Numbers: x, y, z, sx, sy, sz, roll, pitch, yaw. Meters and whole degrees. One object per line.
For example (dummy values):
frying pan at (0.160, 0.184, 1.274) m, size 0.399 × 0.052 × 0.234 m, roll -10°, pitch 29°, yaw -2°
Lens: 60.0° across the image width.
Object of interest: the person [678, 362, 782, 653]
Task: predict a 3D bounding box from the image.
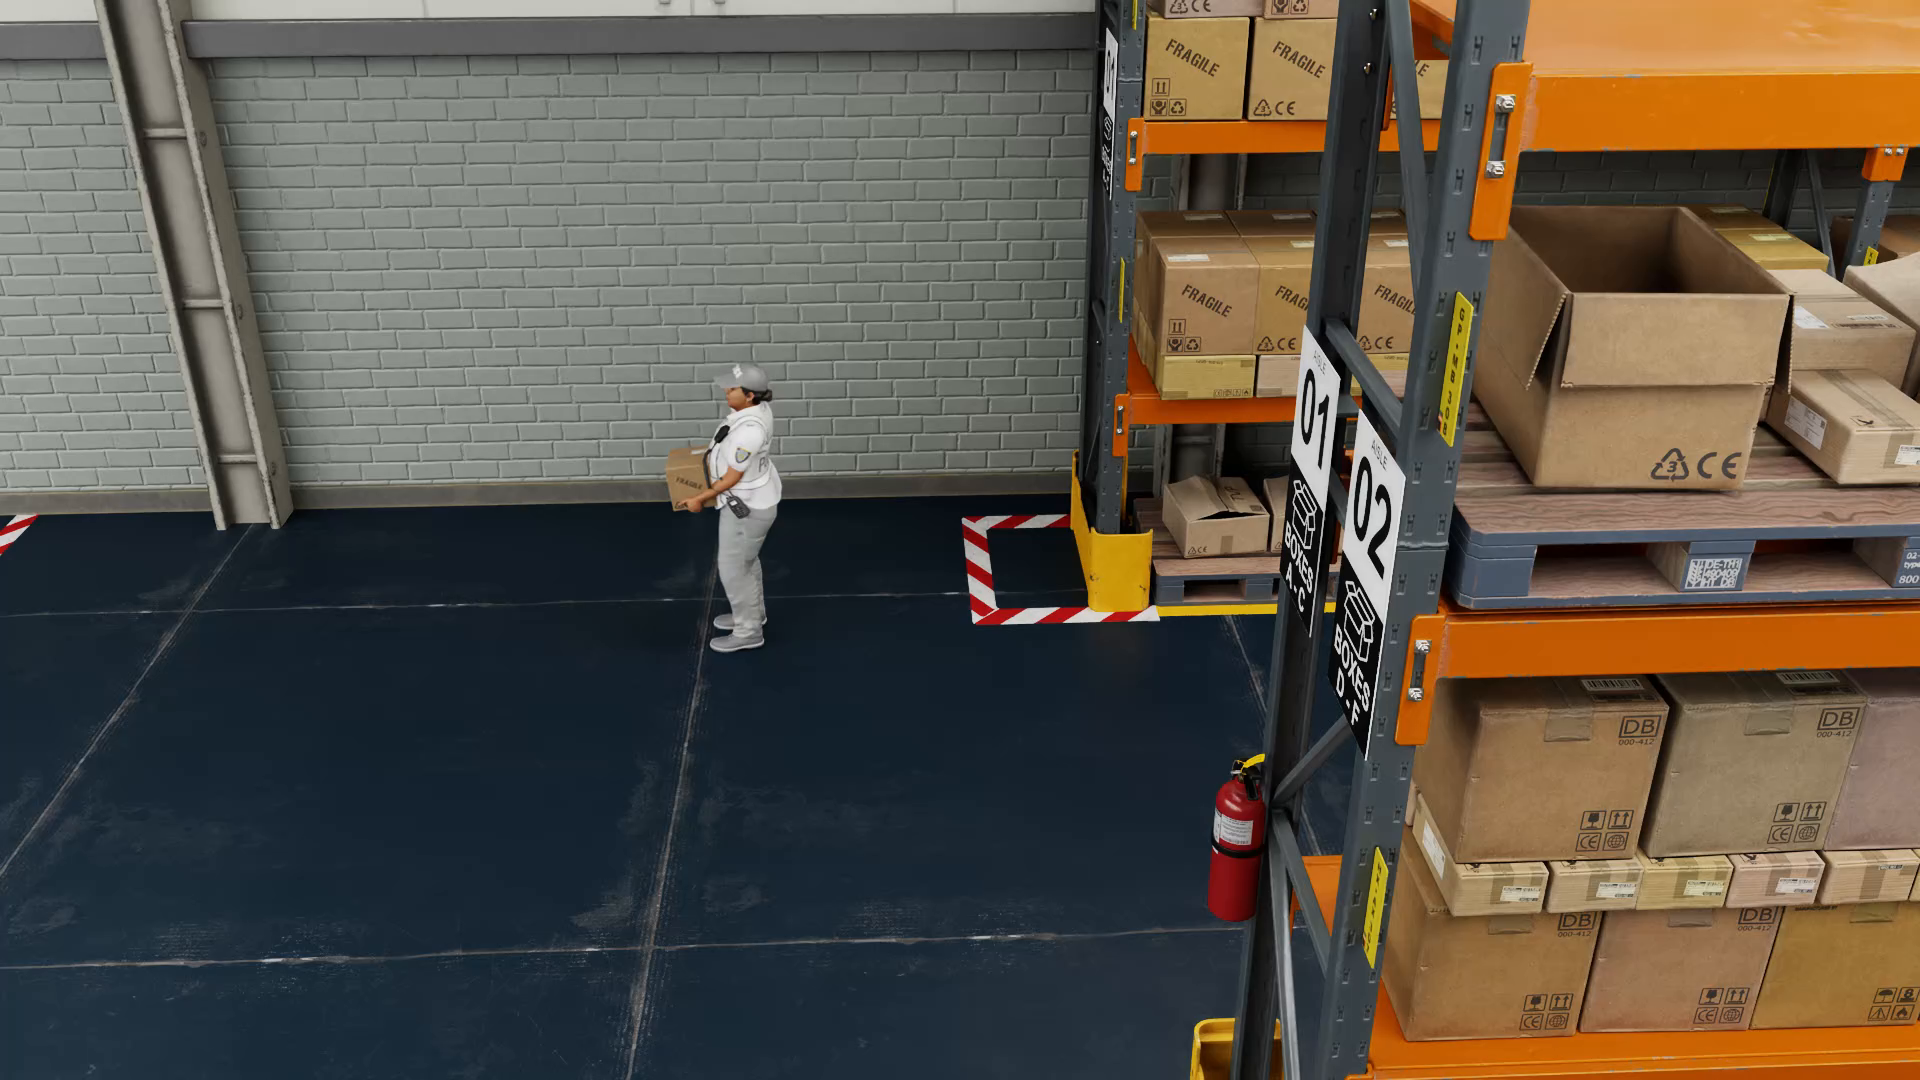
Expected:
person at (-1.231, -0.187, 8.984) m, size 0.541 × 1.653 × 0.453 m, roll -1°, pitch 28°, yaw -2°
